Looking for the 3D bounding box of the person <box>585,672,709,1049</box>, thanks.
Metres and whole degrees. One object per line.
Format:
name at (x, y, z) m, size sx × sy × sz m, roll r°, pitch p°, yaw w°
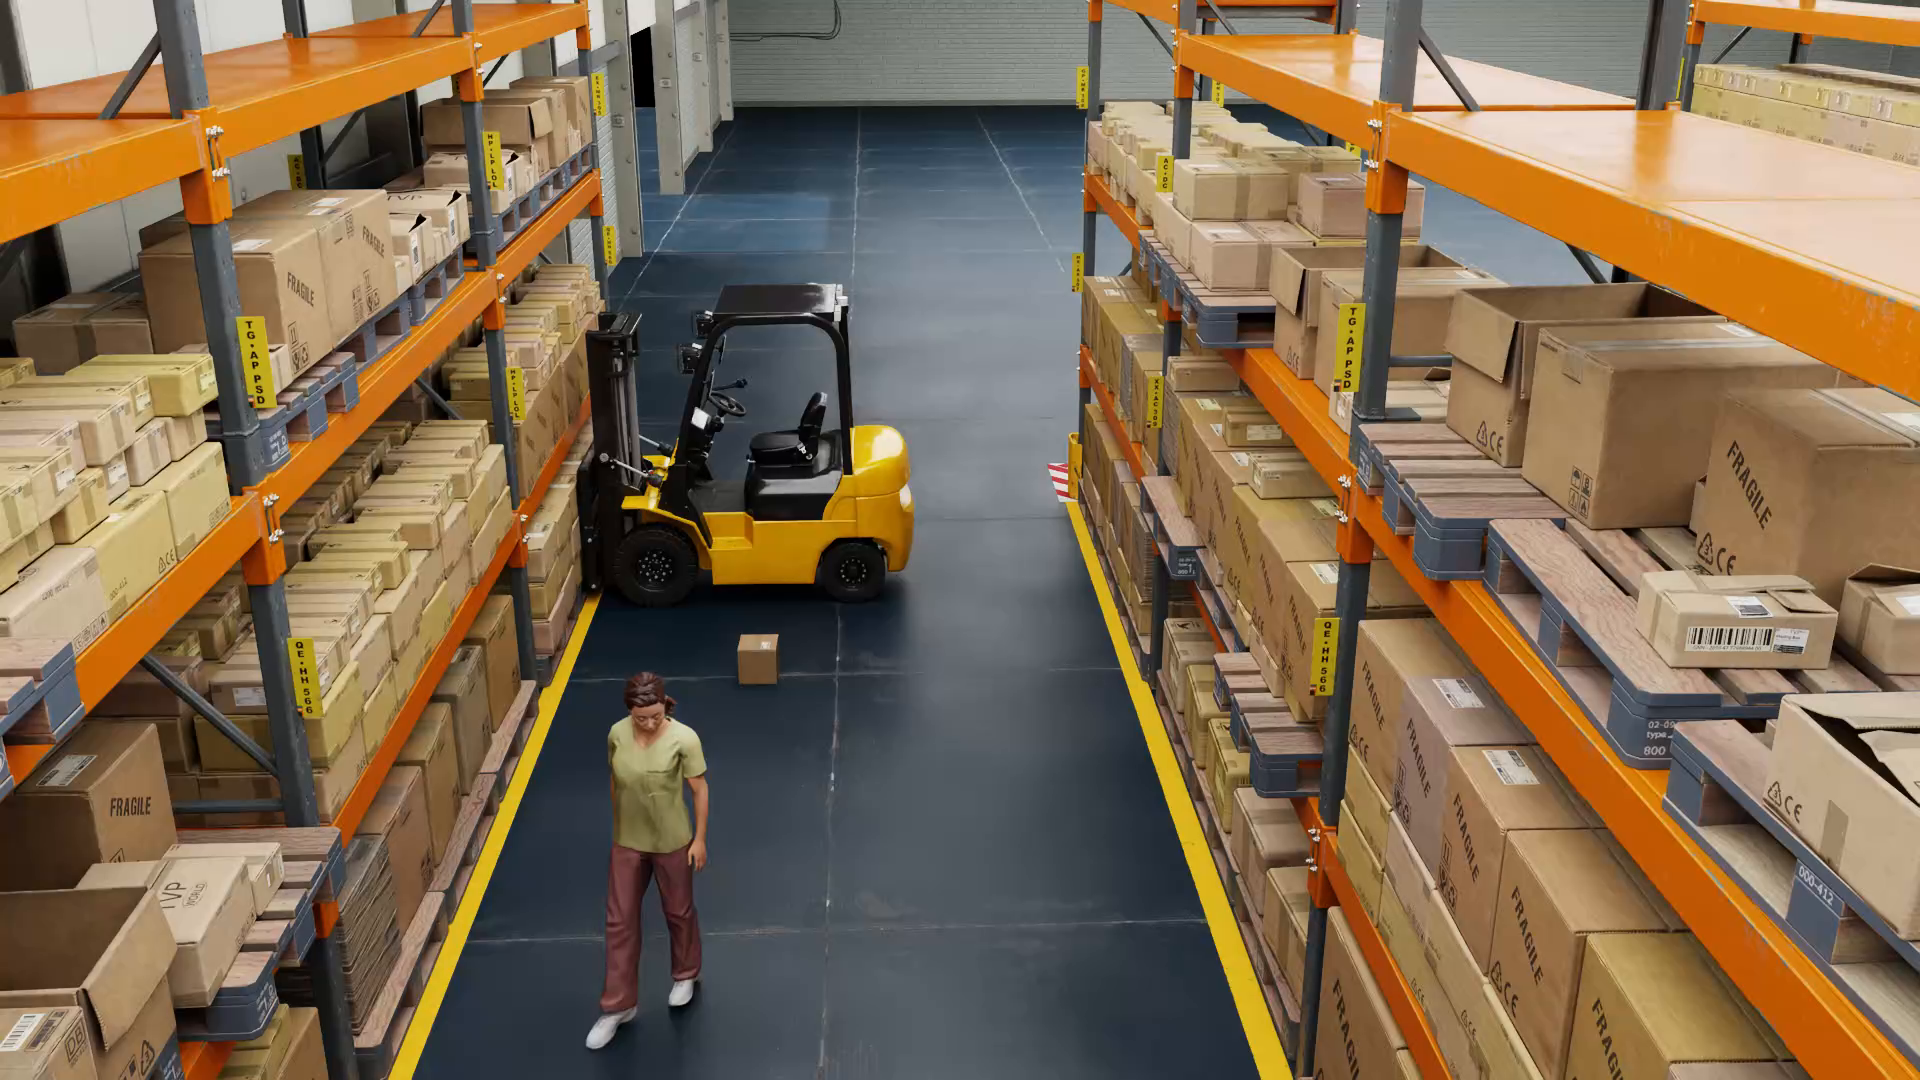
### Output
person at (-1.379, 1.381, 7.330) m, size 0.488 × 1.671 × 0.646 m, roll 3°, pitch 21°, yaw 9°
